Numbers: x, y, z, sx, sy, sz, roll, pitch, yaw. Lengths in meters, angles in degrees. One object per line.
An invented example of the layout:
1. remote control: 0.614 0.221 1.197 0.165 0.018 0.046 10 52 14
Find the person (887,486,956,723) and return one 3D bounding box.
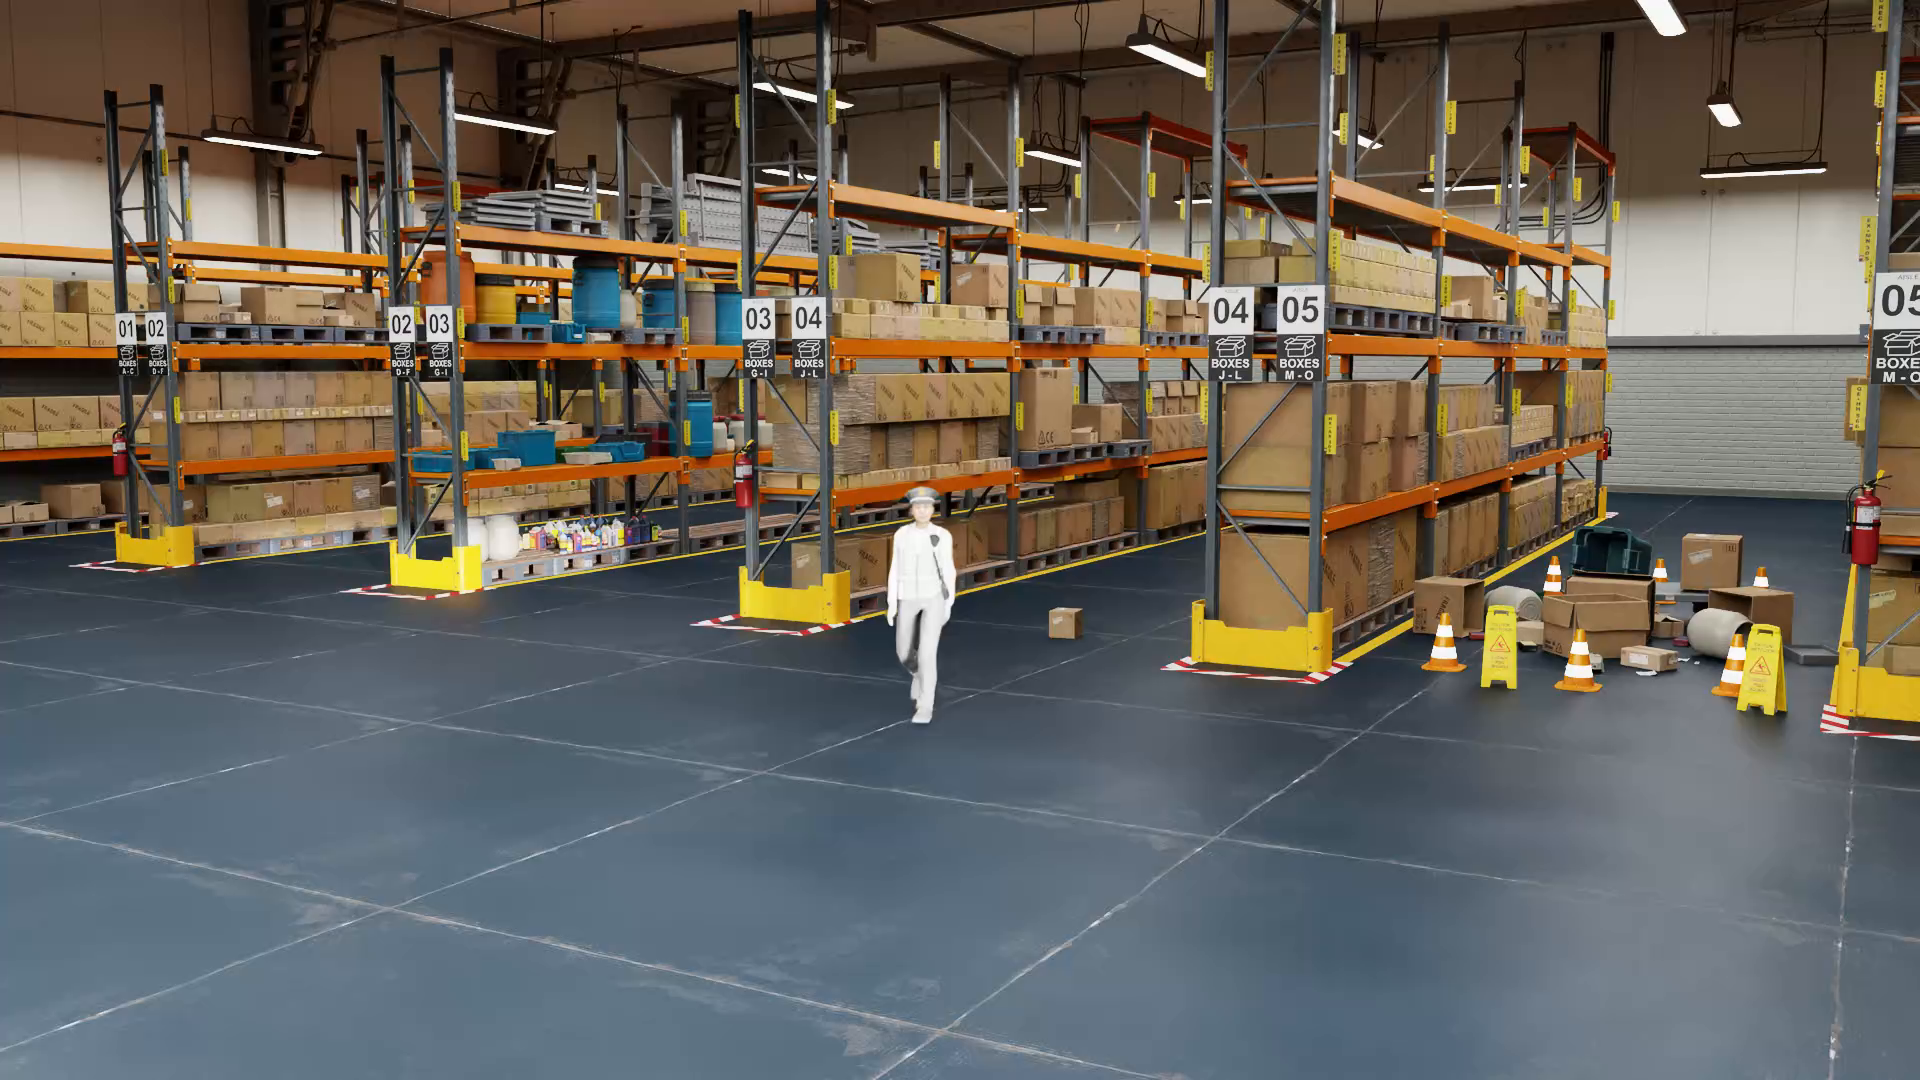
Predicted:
1. person: -0.274 0.434 12.029 0.471 1.656 0.818 1 6 13
